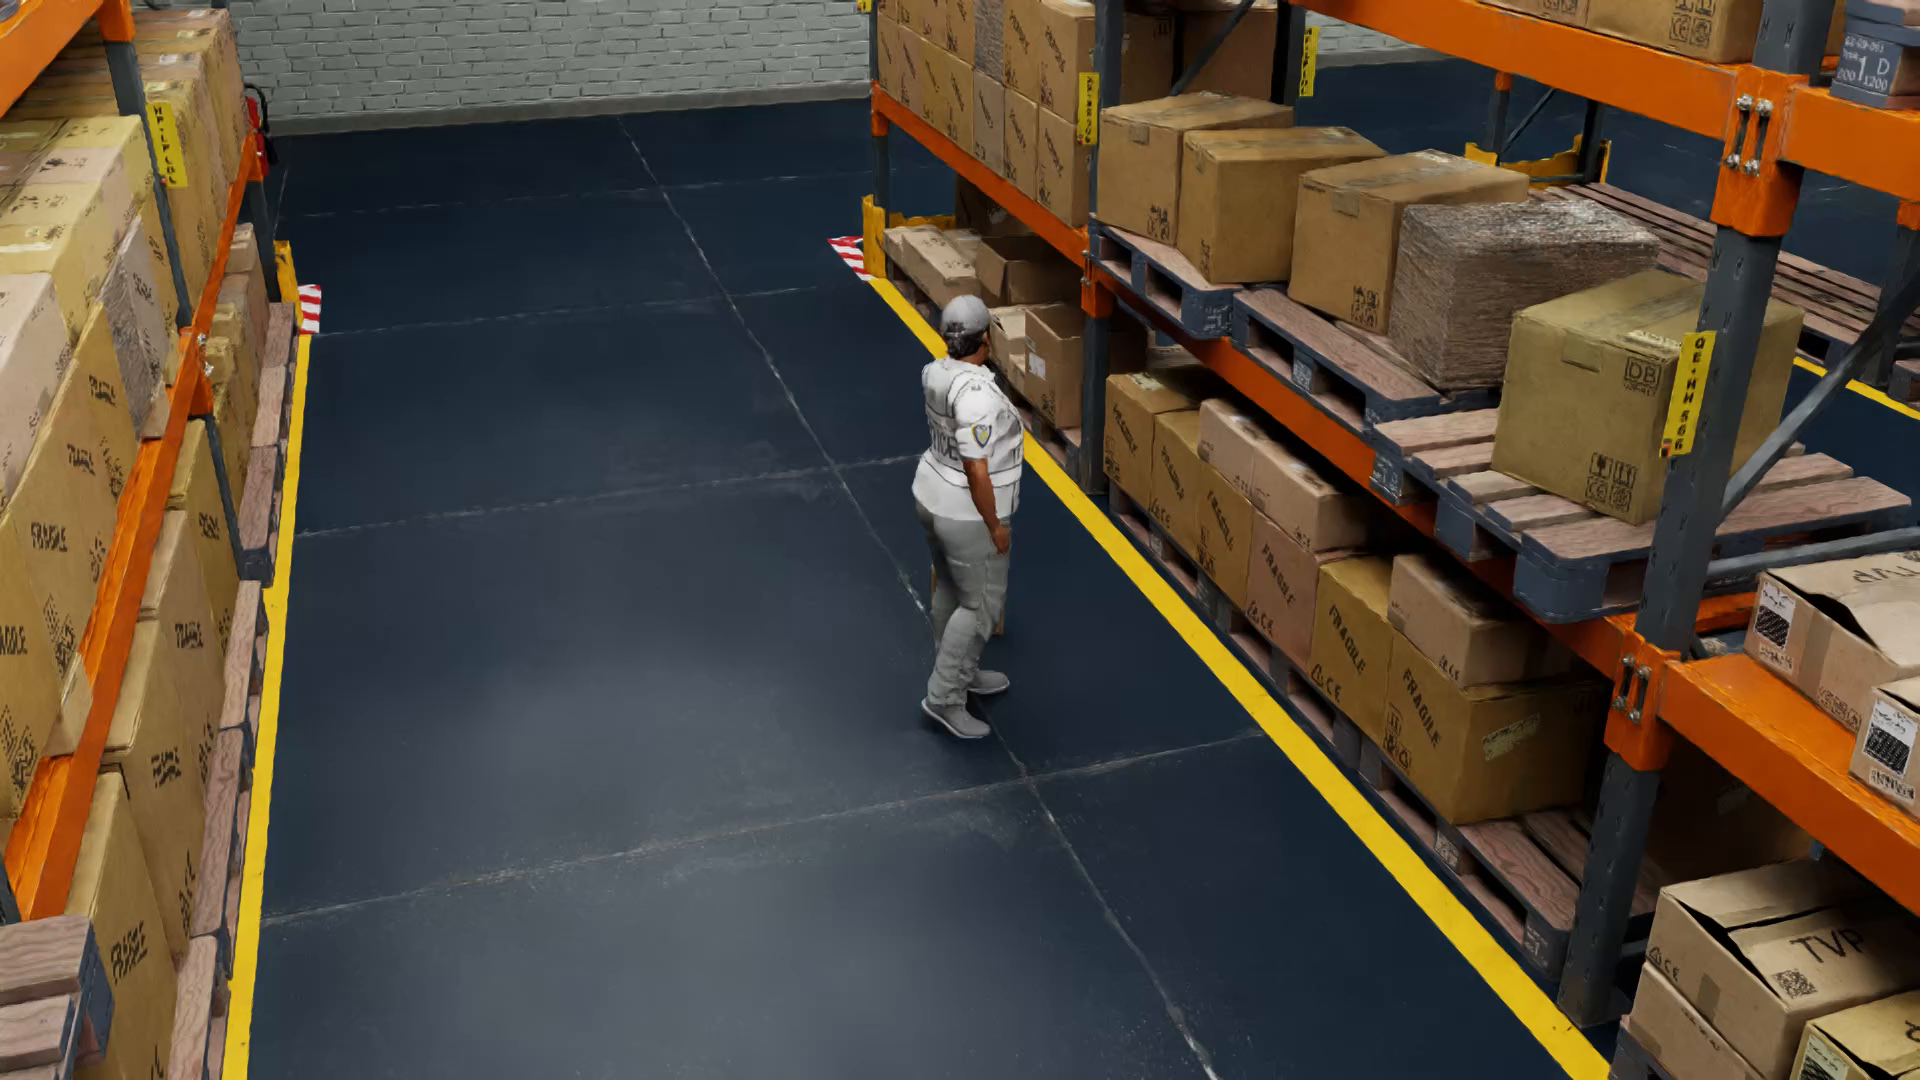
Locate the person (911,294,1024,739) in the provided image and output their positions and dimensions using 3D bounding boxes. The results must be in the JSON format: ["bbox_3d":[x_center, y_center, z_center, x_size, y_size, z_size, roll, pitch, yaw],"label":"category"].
[{"bbox_3d":[0.014,-0.090,6.288,0.434,1.702,0.521,-10,28,-19],"label":"person"}]
